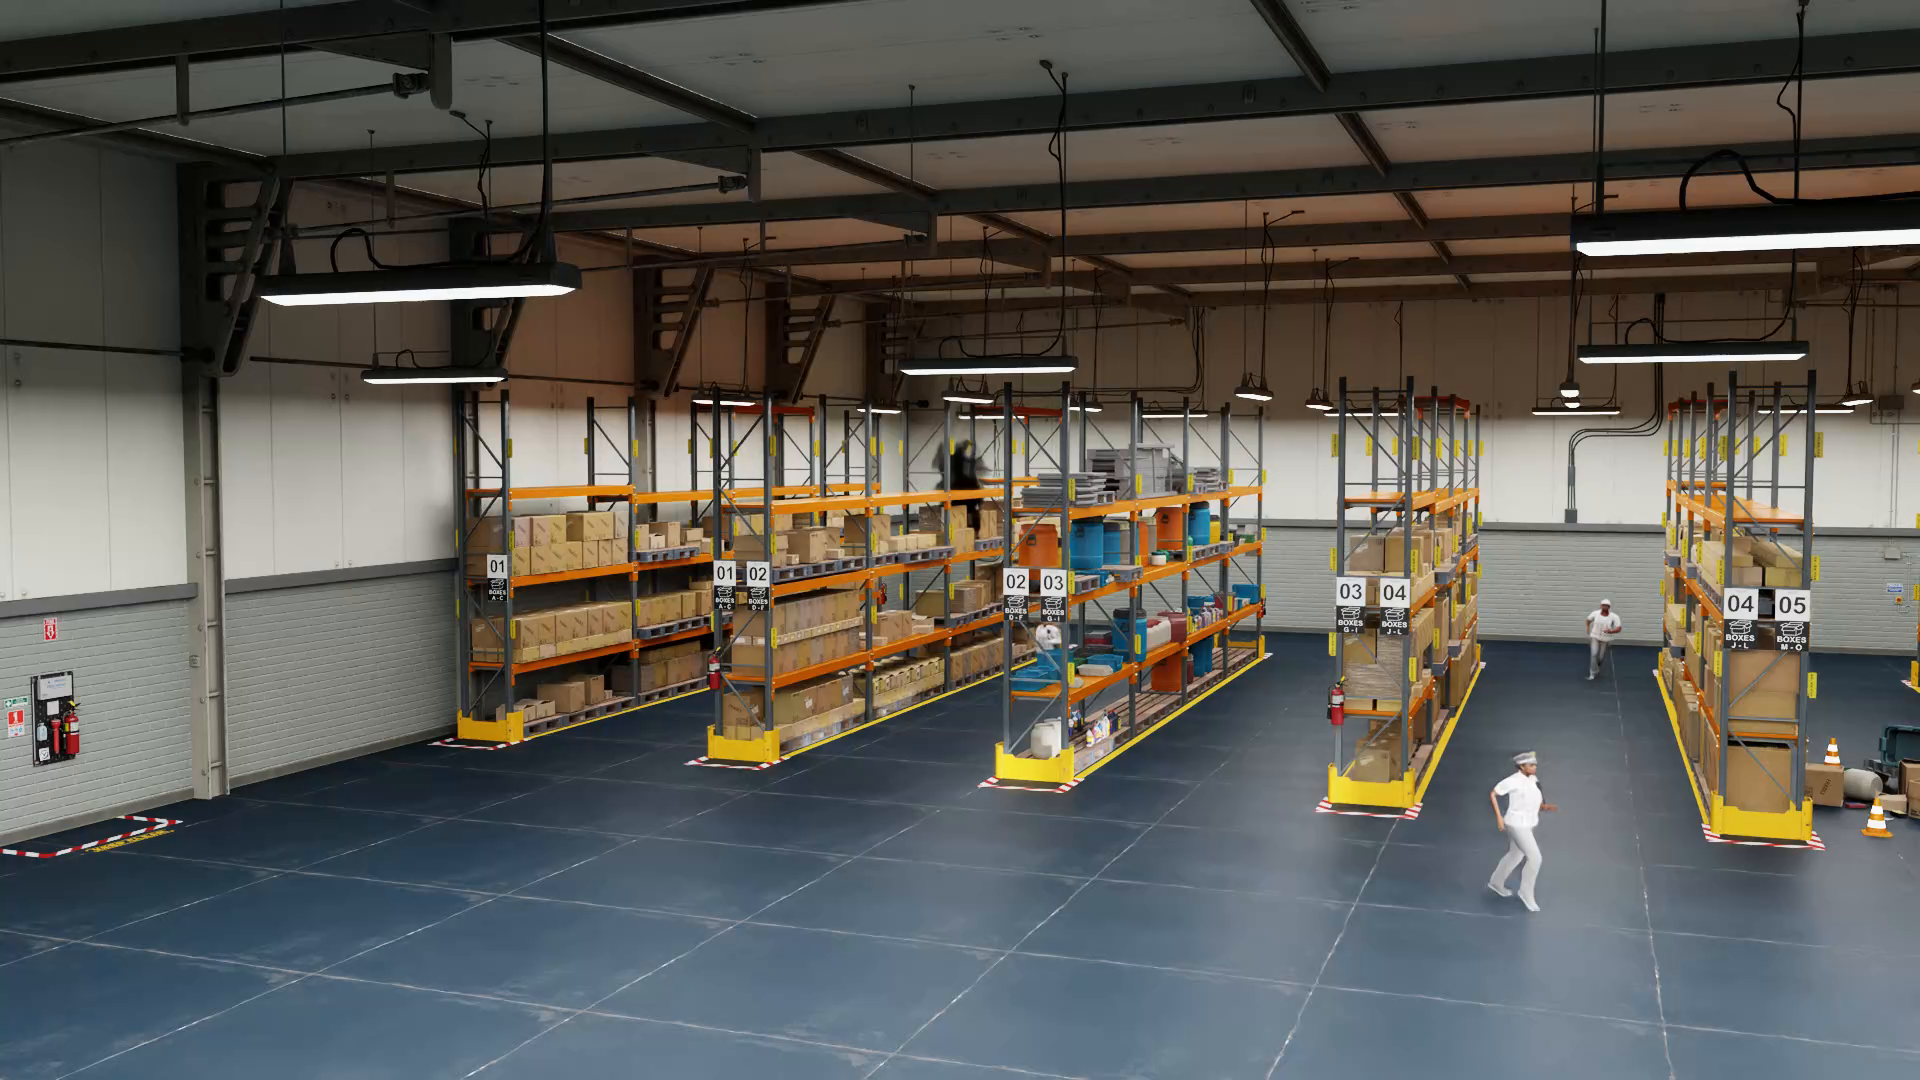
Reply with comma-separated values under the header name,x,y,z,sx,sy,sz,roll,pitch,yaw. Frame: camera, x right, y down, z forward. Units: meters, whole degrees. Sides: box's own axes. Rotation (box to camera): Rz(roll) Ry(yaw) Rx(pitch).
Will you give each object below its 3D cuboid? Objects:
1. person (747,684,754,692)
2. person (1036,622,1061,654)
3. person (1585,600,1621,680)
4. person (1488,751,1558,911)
name,x,y,z,sx,sy,sz,roll,pitch,yaw
person,-3.844,2.493,31.590,0.542,1.561,0.570,1,3,15
person,1.767,2.302,33.551,0.596,1.738,0.768,1,3,18
person,13.992,2.155,36.199,0.743,1.740,0.864,2,4,27
person,6.143,3.162,18.172,0.537,1.746,0.813,-3,4,-44
